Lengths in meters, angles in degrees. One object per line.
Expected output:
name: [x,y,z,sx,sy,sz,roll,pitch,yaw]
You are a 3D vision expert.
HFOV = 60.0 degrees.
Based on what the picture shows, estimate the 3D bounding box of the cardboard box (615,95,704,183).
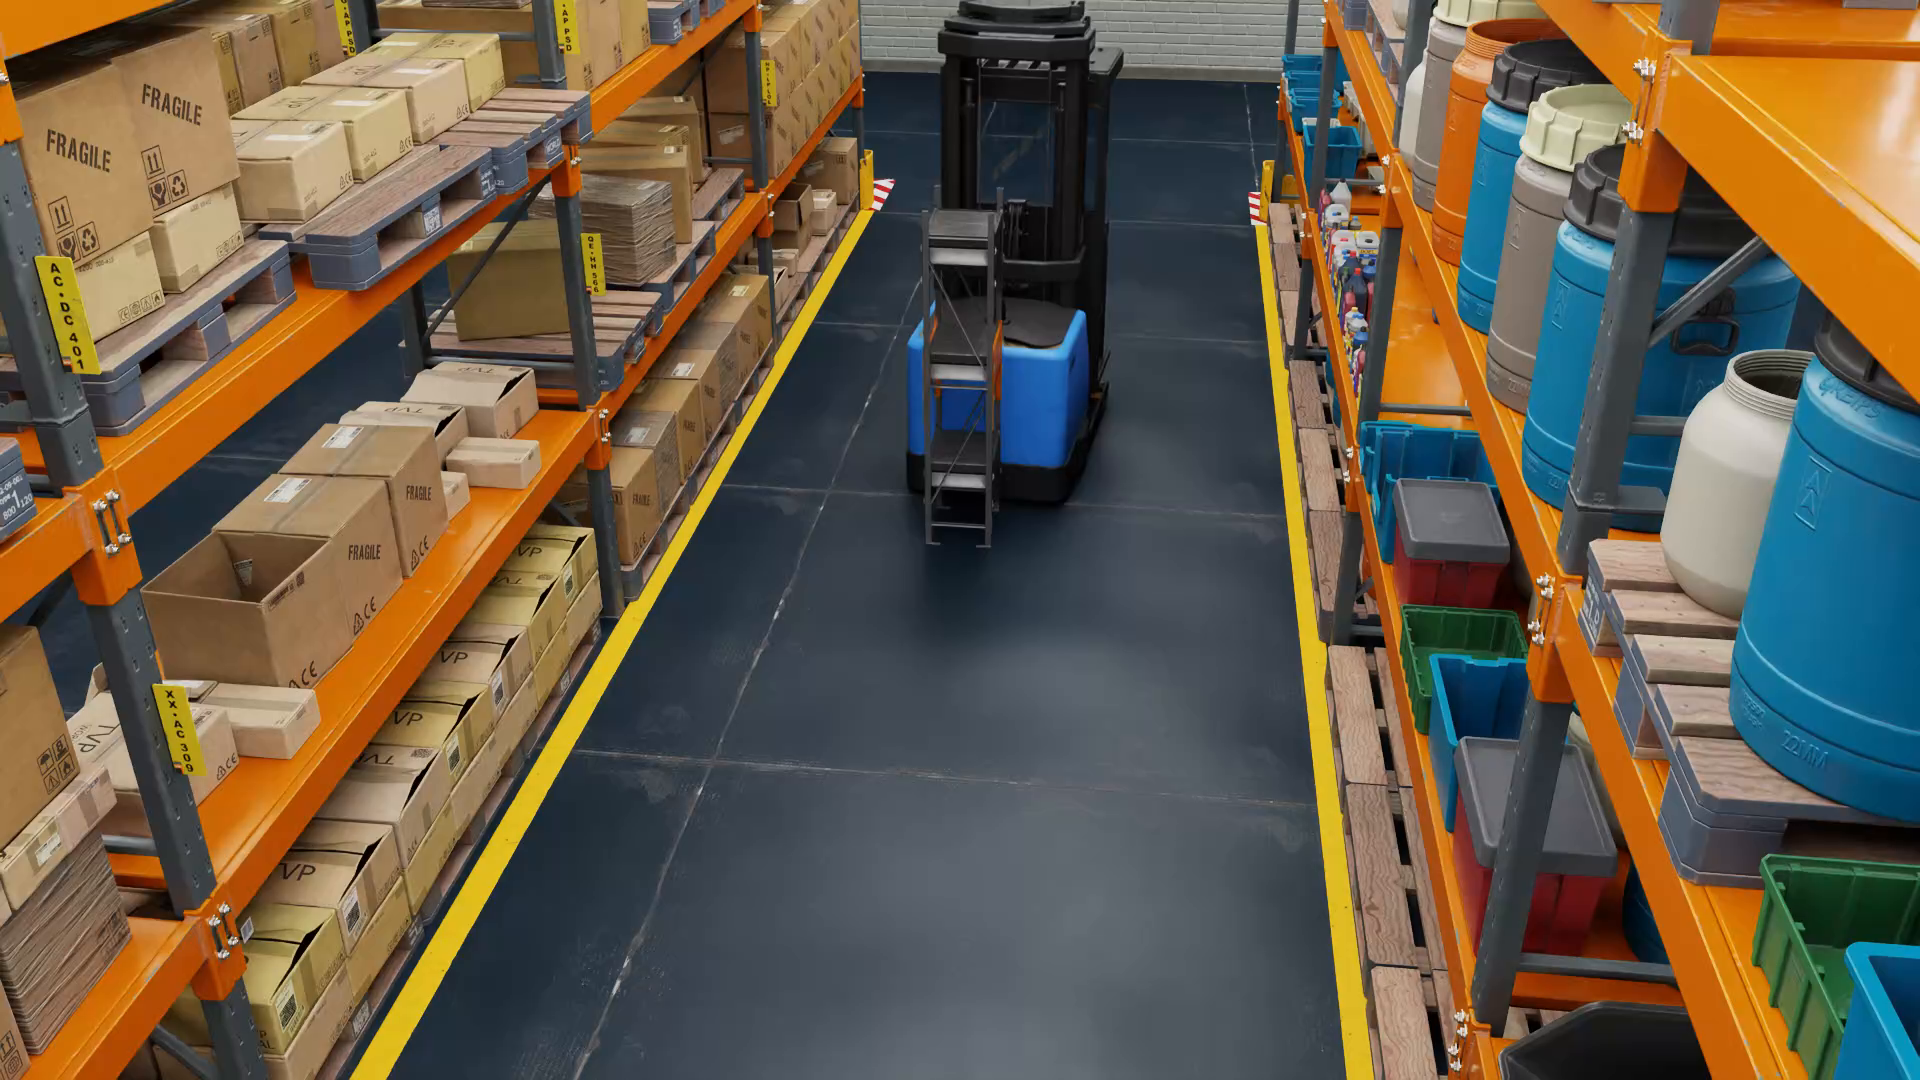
cardboard box: [-2.207,-2.825,11.782,0.700,0.500,0.500,-6,29,-11]

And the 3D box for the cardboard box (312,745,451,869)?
cardboard box: [-2.480,1.080,6.948,0.500,0.311,0.500,2,28,5]

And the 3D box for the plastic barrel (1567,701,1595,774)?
plastic barrel: [2.323,0.696,5.941,0.301,0.262,0.301,0,28,0]

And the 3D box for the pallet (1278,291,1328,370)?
pallet: [3.040,-1.637,13.066,1.003,0.211,1.213,3,28,6]

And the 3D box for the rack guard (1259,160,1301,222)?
rack guard: [3.469,-3.311,15.868,1.175,0.500,0.348,3,28,6]

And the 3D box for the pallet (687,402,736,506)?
pallet: [-2.136,-0.617,11.173,1.003,0.211,1.213,3,28,6]

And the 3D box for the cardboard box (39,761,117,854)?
cardboard box: [-2.728,0.771,4.867,0.380,0.149,0.250,3,28,6]

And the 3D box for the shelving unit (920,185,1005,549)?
shelving unit: [0.020,-1.002,9.897,0.431,2.100,0.503,3,28,6]

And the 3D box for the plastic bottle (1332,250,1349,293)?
plastic bottle: [2.371,-1.666,10.315,0.097,0.271,0.097,0,28,0]

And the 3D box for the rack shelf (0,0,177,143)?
rack shelf: [-2.662,-2.130,5.896,1.077,0.370,4.000,3,28,6]

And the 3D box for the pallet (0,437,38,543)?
pallet: [-2.986,0.081,3.867,1.003,0.211,1.213,3,28,6]

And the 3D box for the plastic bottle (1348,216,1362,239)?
plastic bottle: [2.635,-2.062,11.125,0.097,0.201,0.097,0,28,0]

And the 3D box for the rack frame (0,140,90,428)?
rack frame: [-2.907,-1.681,3.883,1.000,3.000,0.127,3,28,6]

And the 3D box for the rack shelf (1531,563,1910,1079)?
rack shelf: [1.764,1.187,2.480,1.077,0.370,4.000,3,28,6]

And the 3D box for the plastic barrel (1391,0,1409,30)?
plastic barrel: [2.566,-3.042,8.985,0.433,0.535,0.433,0,28,0]

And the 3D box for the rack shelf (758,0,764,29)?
rack shelf: [-1.682,-4.751,13.502,1.077,0.370,4.000,3,28,6]

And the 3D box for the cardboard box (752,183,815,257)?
cardboard box: [-1.702,-2.785,14.425,0.797,0.503,0.637,3,28,6]

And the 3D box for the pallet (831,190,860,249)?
pallet: [-1.543,-3.050,15.689,1.003,0.211,1.213,3,28,6]

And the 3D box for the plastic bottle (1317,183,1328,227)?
plastic bottle: [2.521,-2.317,11.511,0.061,0.283,0.133,3,28,6]

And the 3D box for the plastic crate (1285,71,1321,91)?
plastic crate: [3.041,-3.945,14.523,0.416,0.233,0.300,3,28,6]

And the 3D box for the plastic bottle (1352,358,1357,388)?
plastic bottle: [2.185,-0.923,9.010,0.097,0.201,0.097,0,28,0]

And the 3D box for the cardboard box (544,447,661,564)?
cardboard box: [-2.077,-0.214,9.656,0.500,0.500,0.500,5,29,8]

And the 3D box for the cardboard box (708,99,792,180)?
cardboard box: [-1.594,-3.074,12.688,0.500,0.500,0.500,4,29,8]

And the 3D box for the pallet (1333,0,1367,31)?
pallet: [2.990,-3.379,10.396,1.213,0.211,1.003,3,28,6]

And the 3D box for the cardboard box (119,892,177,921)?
cardboard box: [-3.142,1.531,6.110,0.500,0.311,0.500,3,28,6]

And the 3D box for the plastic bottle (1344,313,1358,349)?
plastic bottle: [2.257,-1.198,9.520,0.097,0.201,0.097,0,28,0]

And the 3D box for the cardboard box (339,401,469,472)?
cardboard box: [-2.719,-0.474,8.061,0.500,0.311,0.500,3,28,6]

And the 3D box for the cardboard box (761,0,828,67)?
cardboard box: [-1.401,-4.223,13.767,0.500,0.500,0.500,4,29,8]

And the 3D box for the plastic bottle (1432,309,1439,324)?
plastic bottle: [2.899,-1.470,9.867,0.144,0.351,0.185,3,28,6]

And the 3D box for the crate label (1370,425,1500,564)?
crate label: [2.109,-0.197,7.416,0.502,0.435,0.616,3,28,6]

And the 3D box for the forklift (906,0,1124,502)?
forklift: [0.468,-2.213,11.267,1.130,2.935,3.031,6,29,11]

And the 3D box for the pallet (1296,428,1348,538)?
pallet: [2.706,-0.352,10.681,1.003,0.211,1.213,3,28,6]

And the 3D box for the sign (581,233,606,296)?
sign: [-1.866,-1.402,8.469,0.100,0.325,0.005,3,28,6]

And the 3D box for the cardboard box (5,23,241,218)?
cardboard box: [-2.745,-1.367,5.387,0.500,0.500,0.500,6,29,11]

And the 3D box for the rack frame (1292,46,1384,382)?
rack frame: [2.989,-2.516,11.758,1.000,3.000,0.127,3,28,6]

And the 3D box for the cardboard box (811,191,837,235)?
cardboard box: [-1.405,-2.956,15.010,0.500,0.250,0.500,3,28,6]

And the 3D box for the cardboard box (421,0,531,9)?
cardboard box: [-2.357,-2.933,8.209,0.500,0.500,0.500,3,28,6]

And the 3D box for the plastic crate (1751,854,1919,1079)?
plastic crate: [1.545,0.749,2.757,0.336,0.188,0.450,3,28,6]

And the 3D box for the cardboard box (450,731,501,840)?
cardboard box: [-2.424,1.086,7.527,0.500,0.250,0.500,4,29,7]

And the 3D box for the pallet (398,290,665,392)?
pallet: [-2.403,-1.162,9.446,1.213,0.211,1.003,3,28,6]

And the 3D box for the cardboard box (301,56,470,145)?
cardboard box: [-2.463,-1.898,7.163,0.500,0.250,0.500,4,29,8]

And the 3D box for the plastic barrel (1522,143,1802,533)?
plastic barrel: [1.856,-0.544,4.405,0.600,0.901,0.708,3,28,6]

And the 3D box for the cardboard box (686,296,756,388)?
cardboard box: [-1.772,-1.418,11.891,0.500,0.500,0.500,3,29,6]

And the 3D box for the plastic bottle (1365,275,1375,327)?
plastic bottle: [2.431,-1.414,9.835,0.061,0.283,0.133,3,28,6]

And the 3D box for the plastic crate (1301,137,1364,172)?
plastic crate: [2.859,-2.964,12.816,0.437,0.125,0.590,3,28,6]

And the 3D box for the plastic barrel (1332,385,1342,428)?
plastic barrel: [2.819,-1.189,11.064,0.600,0.901,0.708,3,28,6]

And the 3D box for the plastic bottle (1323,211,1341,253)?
plastic bottle: [2.468,-2.039,11.007,0.097,0.271,0.097,0,28,0]

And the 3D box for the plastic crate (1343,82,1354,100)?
plastic crate: [3.559,-3.915,14.569,0.396,0.136,0.243,3,28,6]

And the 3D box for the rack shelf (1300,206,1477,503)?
rack shelf: [2.744,-1.258,10.181,1.077,0.370,4.000,3,28,6]

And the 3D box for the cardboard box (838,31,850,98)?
cardboard box: [-1.281,-4.262,14.892,0.500,0.500,0.500,4,29,7]

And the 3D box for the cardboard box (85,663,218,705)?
cardboard box: [-2.981,0.595,6.125,0.396,0.266,0.258,3,28,5]

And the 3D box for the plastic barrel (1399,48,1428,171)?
plastic barrel: [2.157,-1.875,7.287,0.421,0.512,0.421,0,28,0]

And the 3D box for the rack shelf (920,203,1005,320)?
rack shelf: [0.020,-1.607,9.571,0.431,0.518,0.480,3,28,6]
